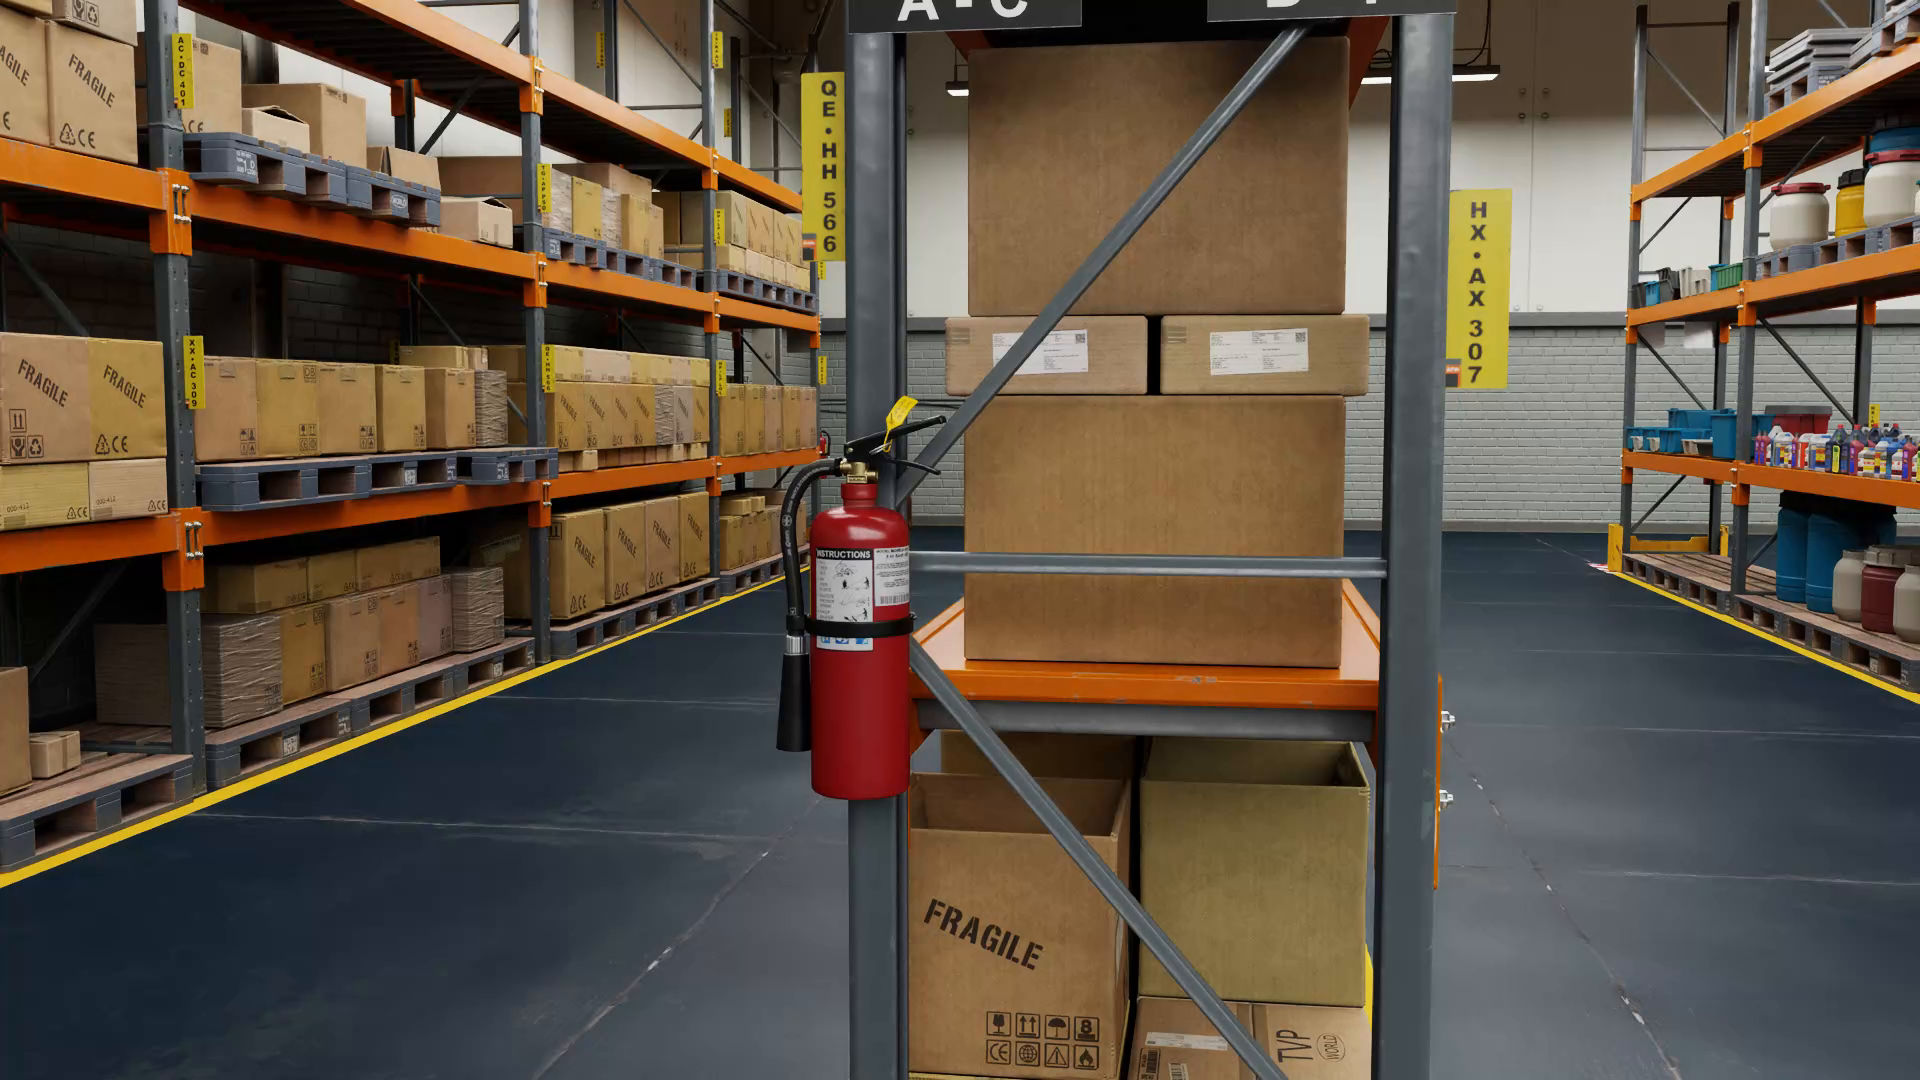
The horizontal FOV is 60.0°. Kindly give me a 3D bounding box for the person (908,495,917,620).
[{"bbox_3d":[-0.632,-0.157,13.863,0.509,1.658,0.397,1,5,8],"label":"person"}]
